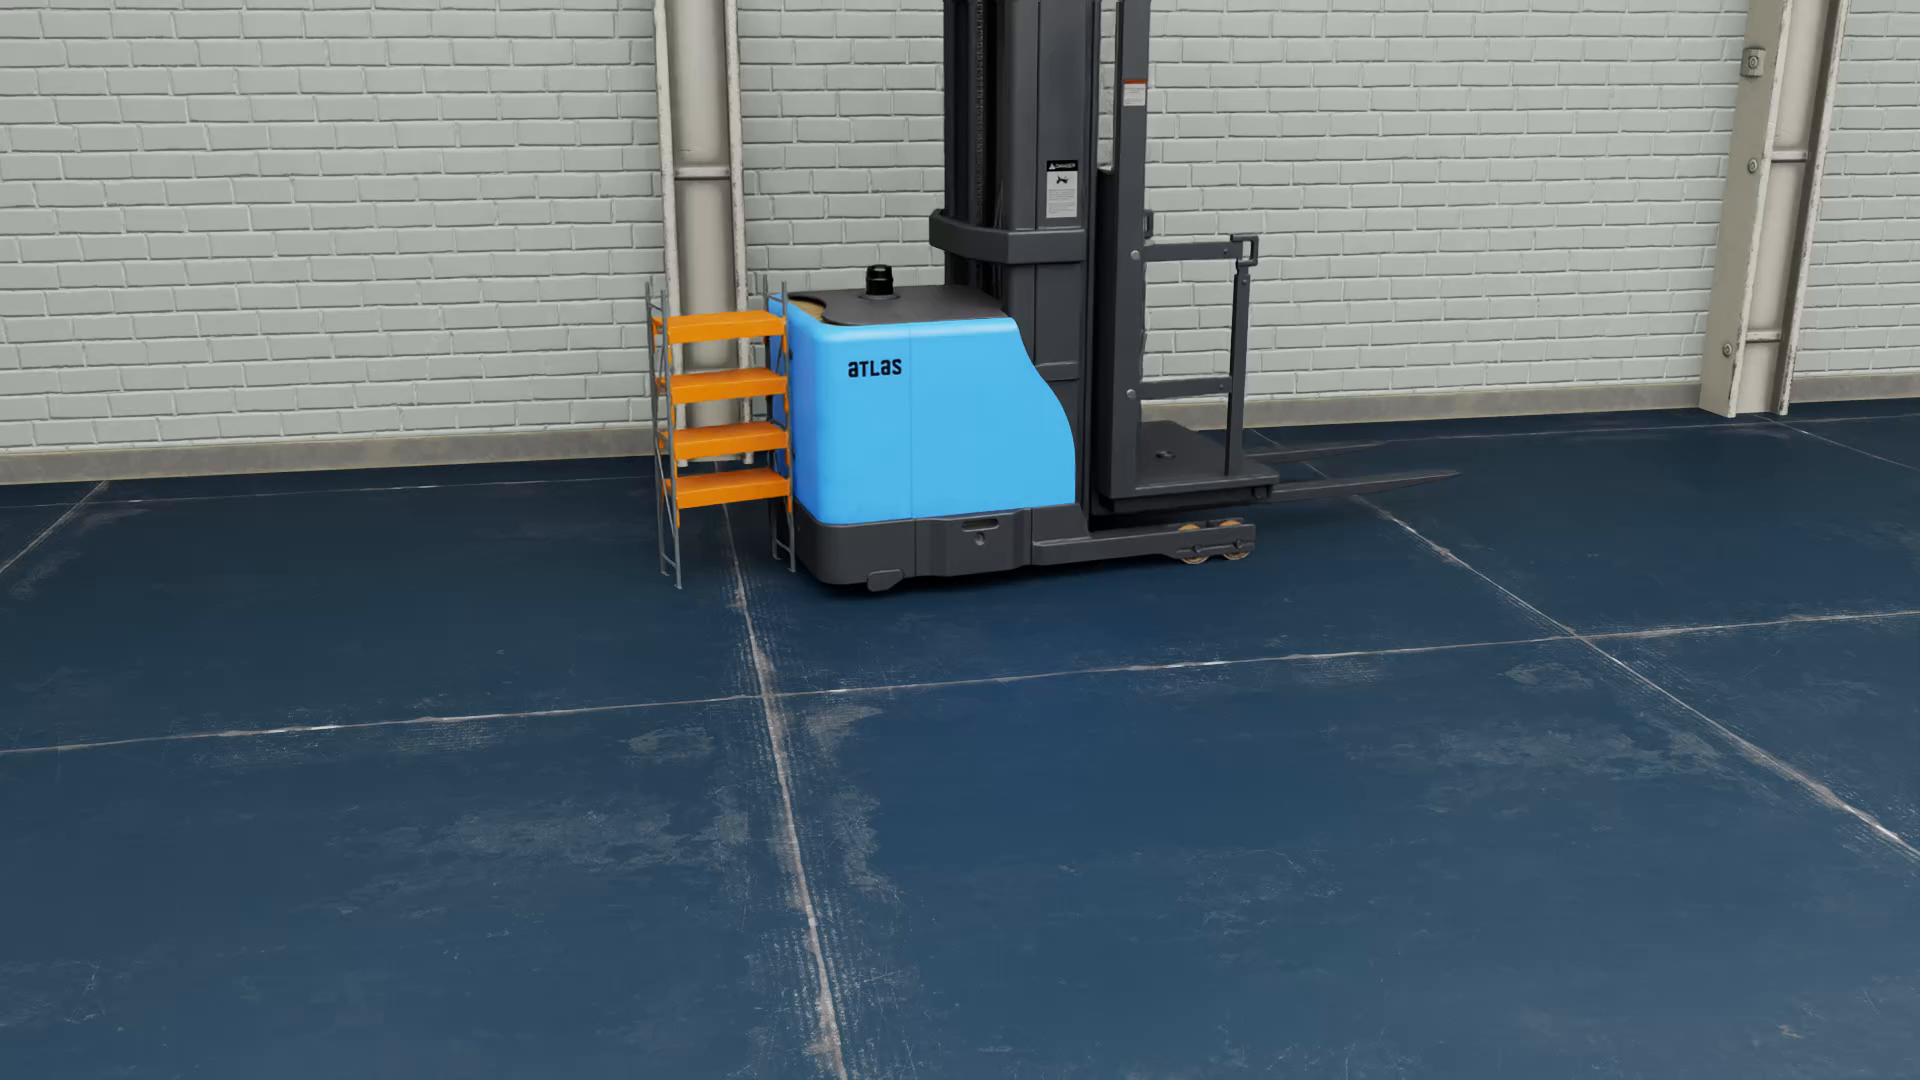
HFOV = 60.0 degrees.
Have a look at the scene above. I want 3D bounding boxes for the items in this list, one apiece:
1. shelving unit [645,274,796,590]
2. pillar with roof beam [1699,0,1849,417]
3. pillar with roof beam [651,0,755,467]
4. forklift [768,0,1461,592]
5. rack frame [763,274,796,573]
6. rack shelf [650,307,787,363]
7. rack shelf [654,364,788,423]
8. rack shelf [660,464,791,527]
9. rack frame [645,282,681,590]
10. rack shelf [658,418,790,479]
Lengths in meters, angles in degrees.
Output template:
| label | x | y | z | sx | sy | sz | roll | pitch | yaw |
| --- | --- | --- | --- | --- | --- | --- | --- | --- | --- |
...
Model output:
| label | x | y | z | sx | sy | sz | roll | pitch | yaw |
| --- | --- | --- | --- | --- | --- | --- | --- | --- | --- |
| shelving unit | -0.958 | -0.438 | 6.694 | 0.503 | 1.200 | 0.258 | -8 | 19 | -25 |
| pillar with roof beam | 5.420 | -3.825 | 4.438 | 0.400 | 9.000 | 9.100 | -3 | 17 | -10 |
| pillar with roof beam | -0.471 | -3.491 | 3.350 | 0.400 | 9.000 | 9.100 | -3 | 17 | -10 |
| forklift | 0.731 | -1.437 | 7.000 | 3.031 | 2.935 | 1.130 | -6 | 18 | -18 |
| rack frame | -0.739 | -0.470 | 6.797 | 0.015 | 1.200 | 0.240 | -8 | 19 | -25 |
| rack shelf | -0.958 | -0.814 | 6.578 | 0.480 | 0.148 | 0.258 | -8 | 19 | -25 |
| rack shelf | -0.958 | -0.588 | 6.648 | 0.480 | 0.148 | 0.258 | -8 | 19 | -25 |
| rack shelf | -0.958 | -0.184 | 6.772 | 0.480 | 0.148 | 0.258 | -8 | 19 | -25 |
| rack frame | -1.177 | -0.406 | 6.591 | 0.015 | 1.200 | 0.240 | -8 | 19 | -25 |
| rack shelf | -0.958 | -0.374 | 6.714 | 0.480 | 0.148 | 0.258 | -8 | 19 | -25 |
